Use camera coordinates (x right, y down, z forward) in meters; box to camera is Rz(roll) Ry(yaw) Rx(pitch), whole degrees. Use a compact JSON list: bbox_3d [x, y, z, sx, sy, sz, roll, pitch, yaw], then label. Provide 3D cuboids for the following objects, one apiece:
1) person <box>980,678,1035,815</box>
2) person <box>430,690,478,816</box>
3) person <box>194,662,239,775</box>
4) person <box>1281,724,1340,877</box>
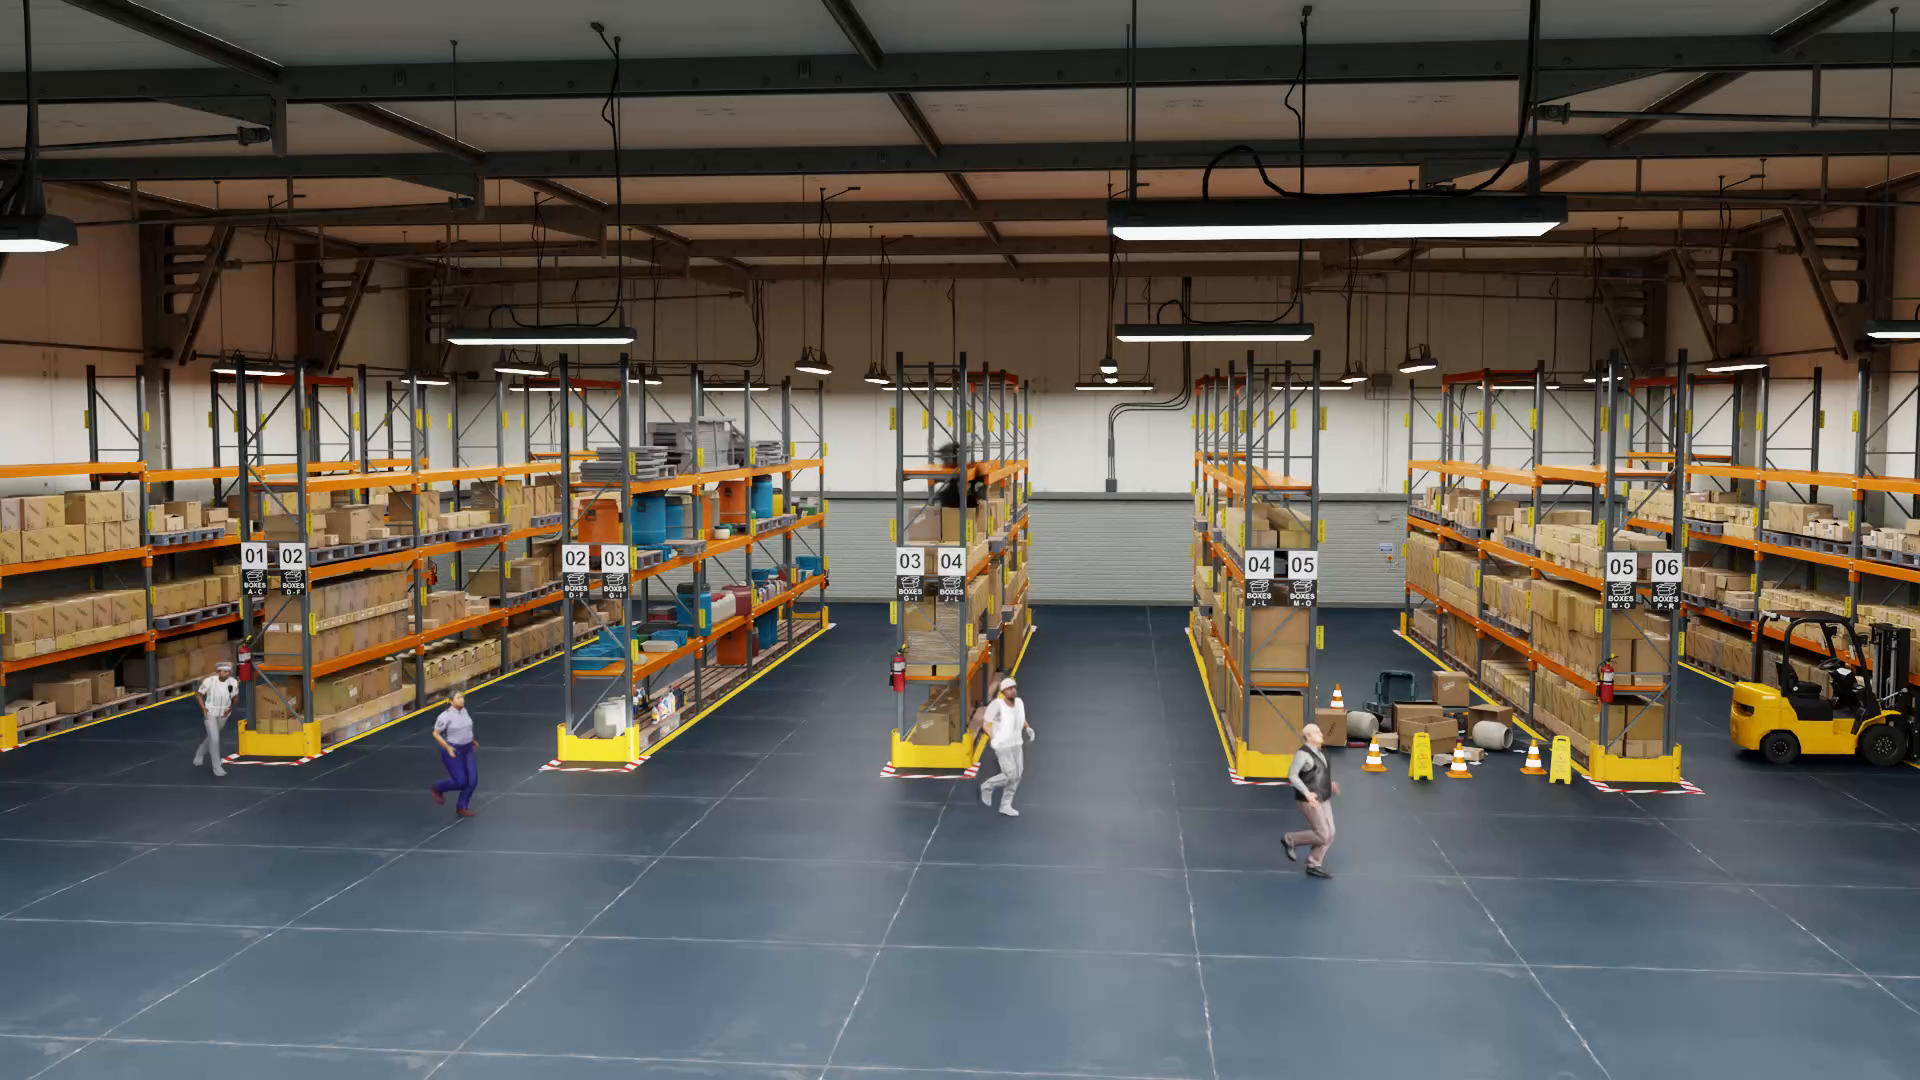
[{"bbox_3d":[0.616,2.627,21.234,0.671,1.749,0.638,-4,6,-42],"label":"person"},{"bbox_3d":[-6.436,2.708,21.192,0.586,1.608,0.613,2,5,28],"label":"person"},{"bbox_3d":[-10.690,2.522,23.882,0.547,1.626,0.871,-4,6,-44],"label":"person"},{"bbox_3d":[3.875,2.865,18.381,0.586,1.679,0.659,3,5,39],"label":"person"}]
